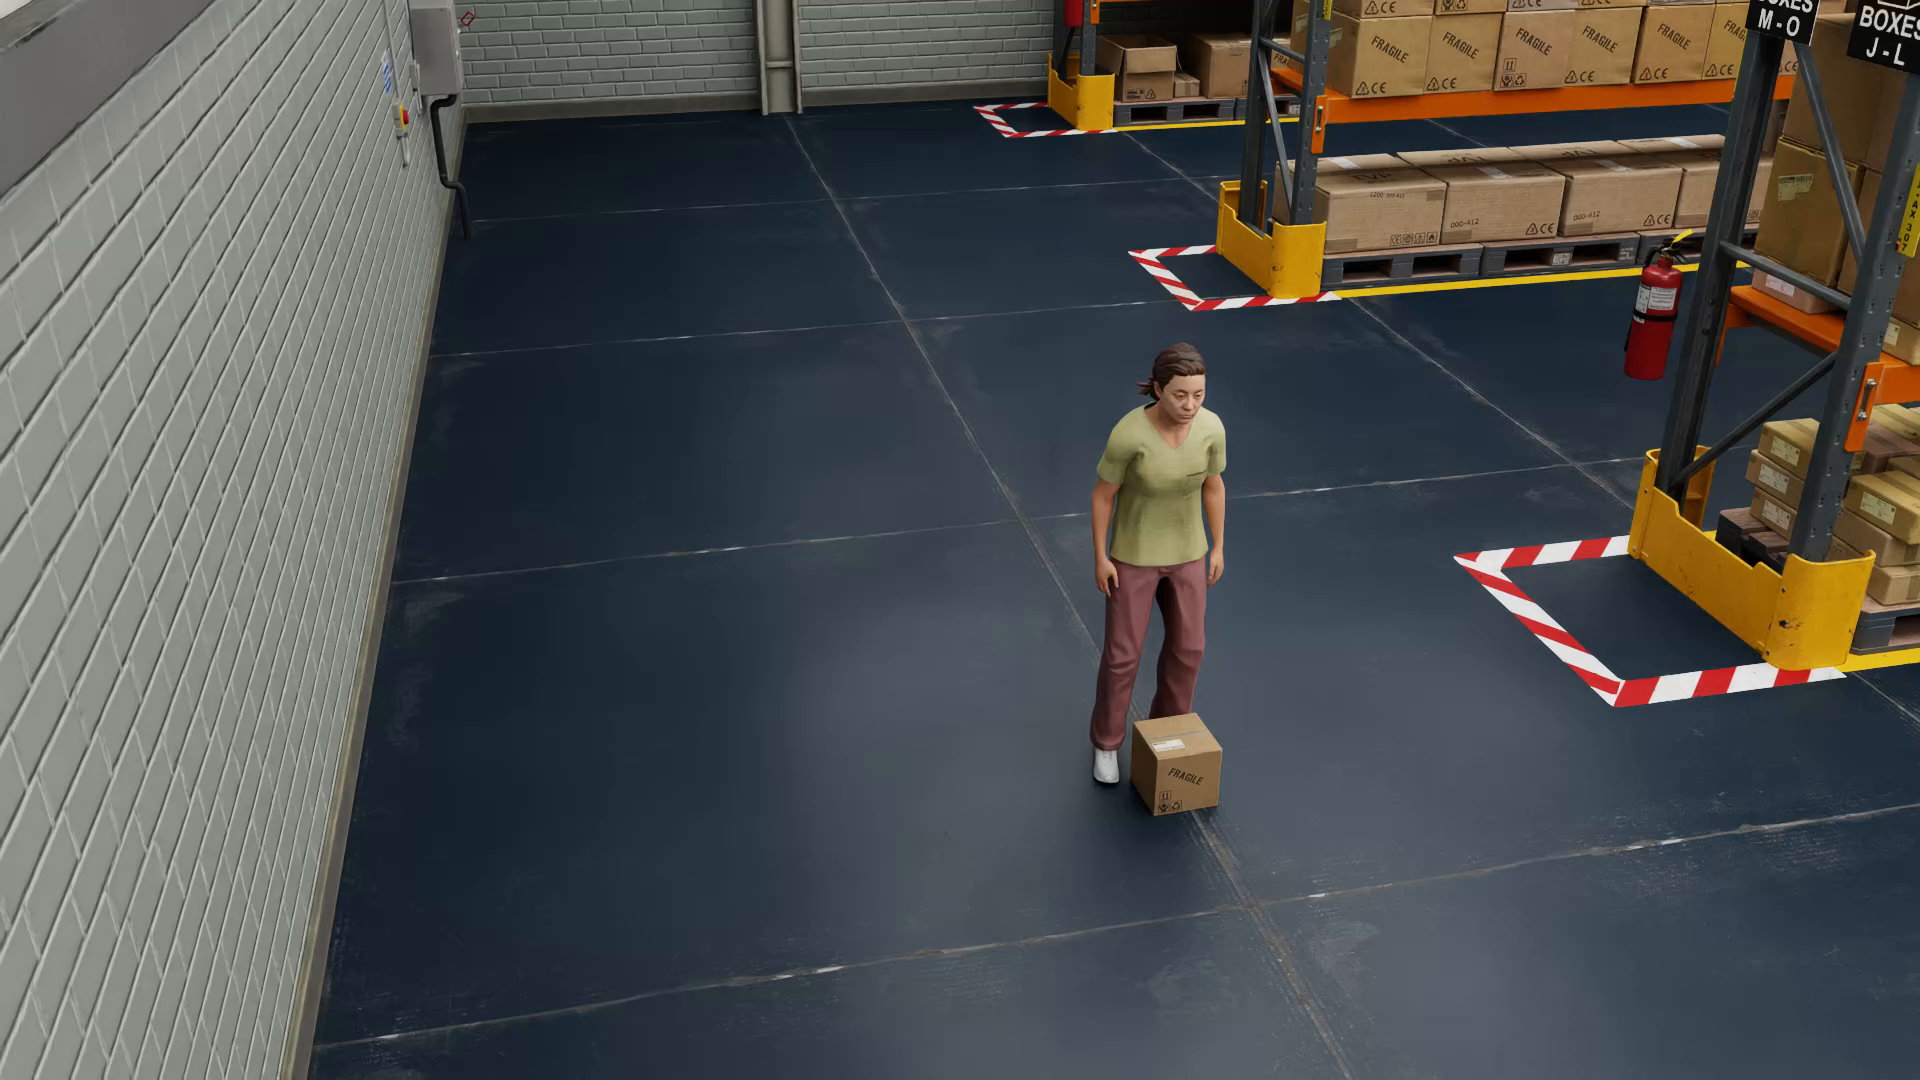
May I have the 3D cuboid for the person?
[{"bbox_3d":[0.718,0.086,5.971,0.499,1.652,0.356,-6,27,-11],"label":"person"}]
